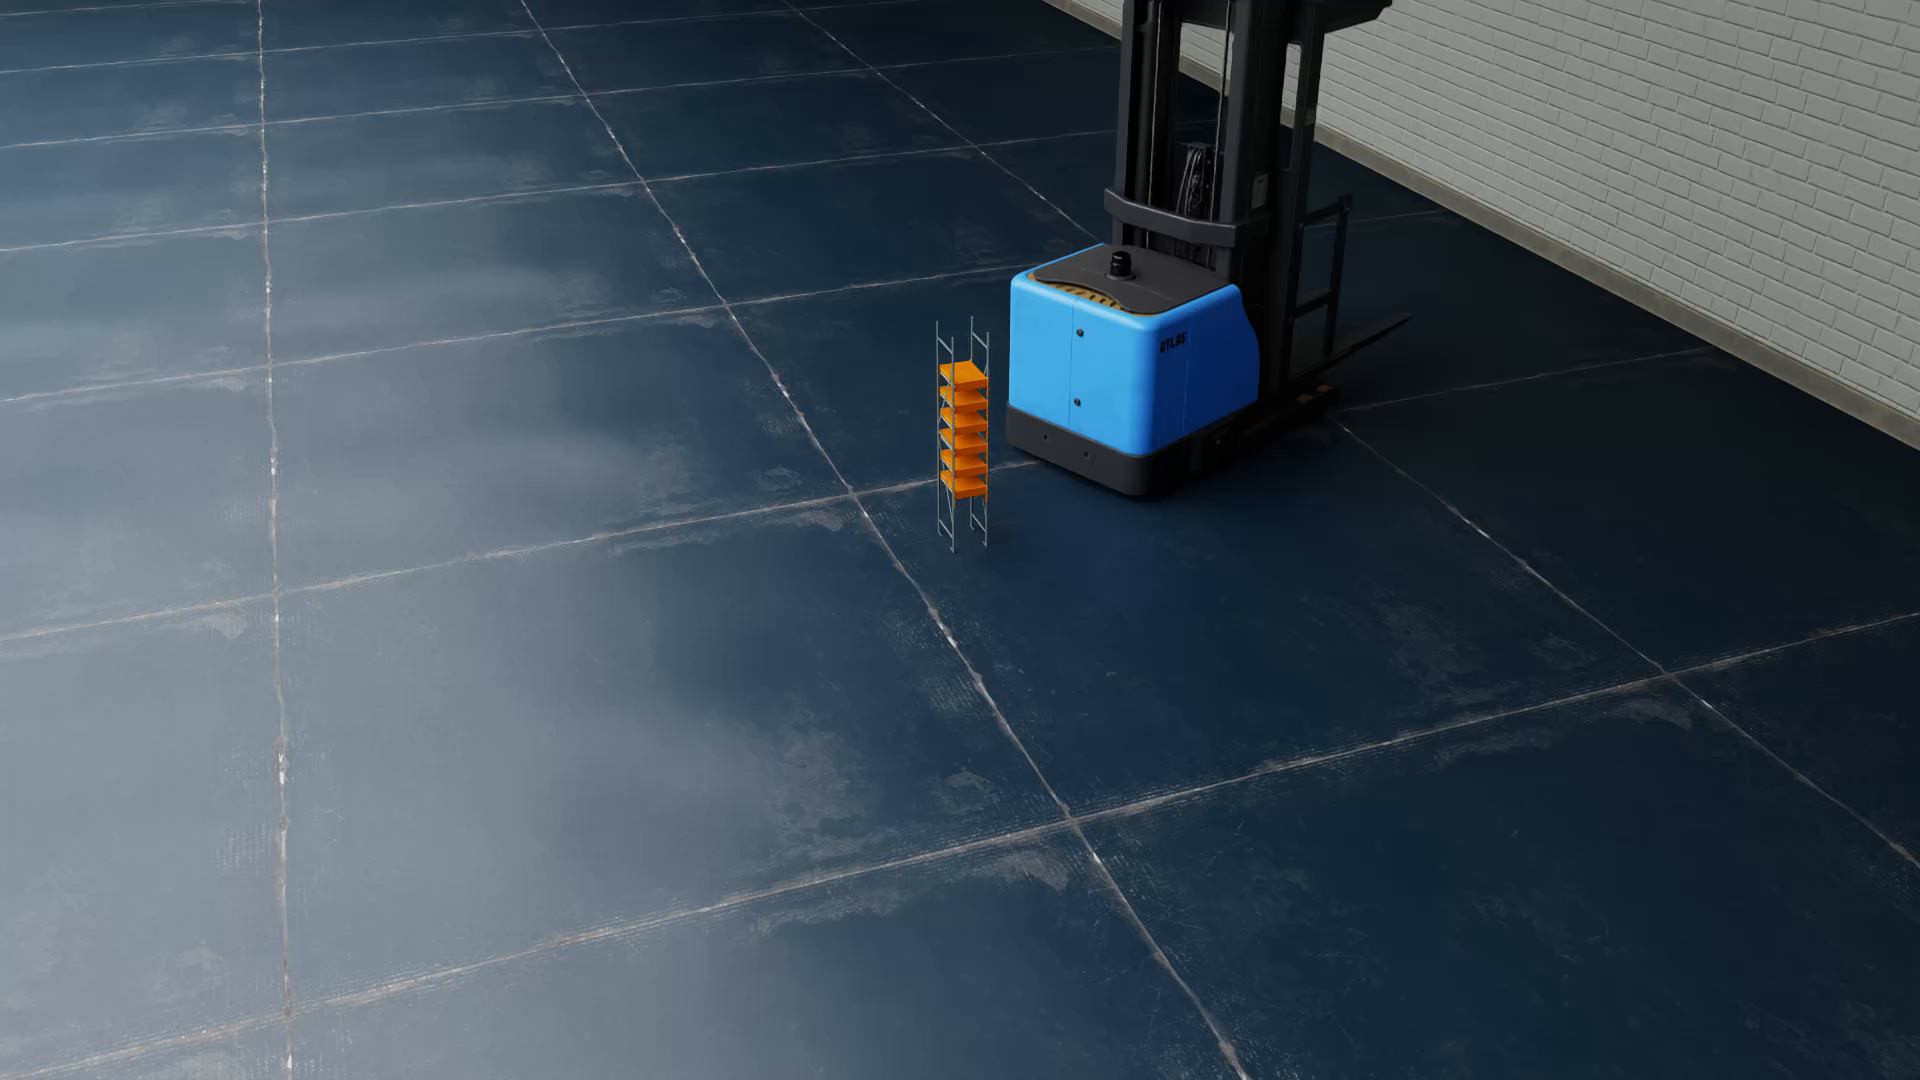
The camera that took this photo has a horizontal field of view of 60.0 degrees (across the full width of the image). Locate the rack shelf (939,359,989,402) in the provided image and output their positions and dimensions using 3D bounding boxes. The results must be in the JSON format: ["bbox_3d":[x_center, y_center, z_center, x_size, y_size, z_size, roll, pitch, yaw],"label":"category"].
[{"bbox_3d":[0.014,-0.798,8.301,0.180,0.103,0.258,-10,31,-18],"label":"rack shelf"}]

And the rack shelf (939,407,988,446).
[{"bbox_3d":[0.014,-0.589,8.420,0.180,0.103,0.258,-10,31,-18],"label":"rack shelf"}]

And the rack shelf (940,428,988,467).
[{"bbox_3d":[0.014,-0.485,8.479,0.180,0.103,0.258,-10,31,-18],"label":"rack shelf"}]

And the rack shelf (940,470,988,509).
[{"bbox_3d":[0.014,-0.277,8.598,0.180,0.103,0.258,-10,31,-18],"label":"rack shelf"}]

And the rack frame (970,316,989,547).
[{"bbox_3d":[0.099,-0.540,8.485,0.006,1.200,0.240,-10,31,-18],"label":"rack frame"}]

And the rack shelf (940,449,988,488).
[{"bbox_3d":[0.014,-0.381,8.539,0.180,0.103,0.258,-10,31,-18],"label":"rack shelf"}]

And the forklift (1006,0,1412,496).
[{"bbox_3d":[1.659,-2.141,9.548,1.130,2.935,3.031,26,39,38],"label":"forklift"}]

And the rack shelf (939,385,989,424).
[{"bbox_3d":[0.014,-0.694,8.361,0.180,0.103,0.258,-10,31,-18],"label":"rack shelf"}]

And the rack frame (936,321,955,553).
[{"bbox_3d":[-0.072,-0.508,8.430,0.006,1.200,0.240,-10,31,-18],"label":"rack frame"}]

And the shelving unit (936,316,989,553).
[{"bbox_3d":[0.014,-0.524,8.457,0.189,1.200,0.258,-10,31,-18],"label":"shelving unit"}]
